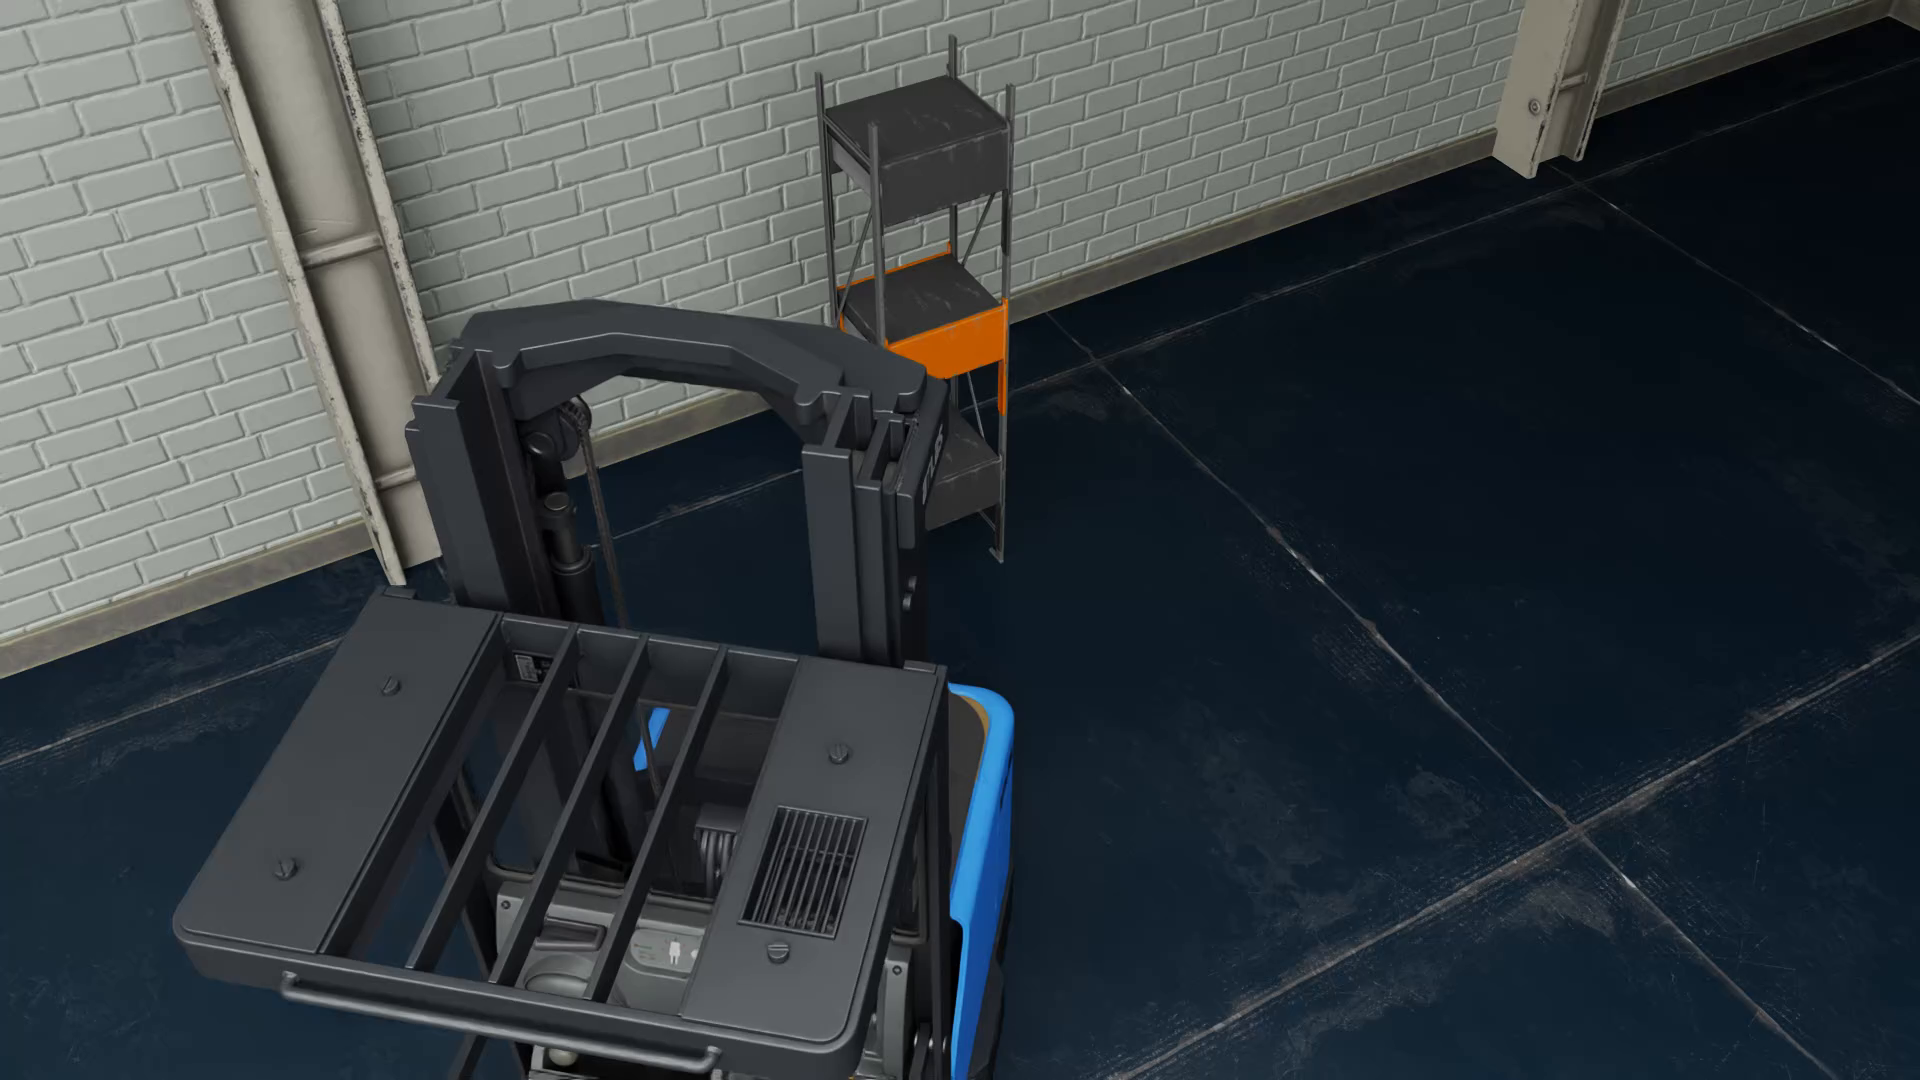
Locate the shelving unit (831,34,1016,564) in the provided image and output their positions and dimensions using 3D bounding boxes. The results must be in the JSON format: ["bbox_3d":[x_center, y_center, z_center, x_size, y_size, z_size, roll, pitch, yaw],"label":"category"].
[{"bbox_3d":[-0.139,-0.698,5.962,0.492,2.100,0.431,-22,48,-21],"label":"shelving unit"}]

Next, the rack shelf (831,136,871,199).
[{"bbox_3d":[-0.144,-1.260,5.412,0.442,0.100,0.332,-22,48,-21],"label":"rack shelf"}]

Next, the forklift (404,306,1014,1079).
[{"bbox_3d":[-0.609,1.099,3.514,1.130,2.935,3.031,7,45,8],"label":"forklift"}]

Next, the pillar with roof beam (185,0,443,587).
[{"bbox_3d":[0.007,-0.596,0.903,0.400,9.000,9.100,-22,48,-21],"label":"pillar with roof beam"}]

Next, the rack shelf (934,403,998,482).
[{"bbox_3d":[-0.144,-0.282,6.361,0.457,0.174,0.368,-22,48,-21],"label":"rack shelf"}]

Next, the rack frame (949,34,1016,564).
[{"bbox_3d":[0.068,-0.781,6.047,0.015,2.100,0.400,-22,48,-21],"label":"rack frame"}]

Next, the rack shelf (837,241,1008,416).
[{"bbox_3d":[-0.144,-0.686,5.969,0.480,0.518,0.431,-22,48,-21],"label":"rack shelf"}]
